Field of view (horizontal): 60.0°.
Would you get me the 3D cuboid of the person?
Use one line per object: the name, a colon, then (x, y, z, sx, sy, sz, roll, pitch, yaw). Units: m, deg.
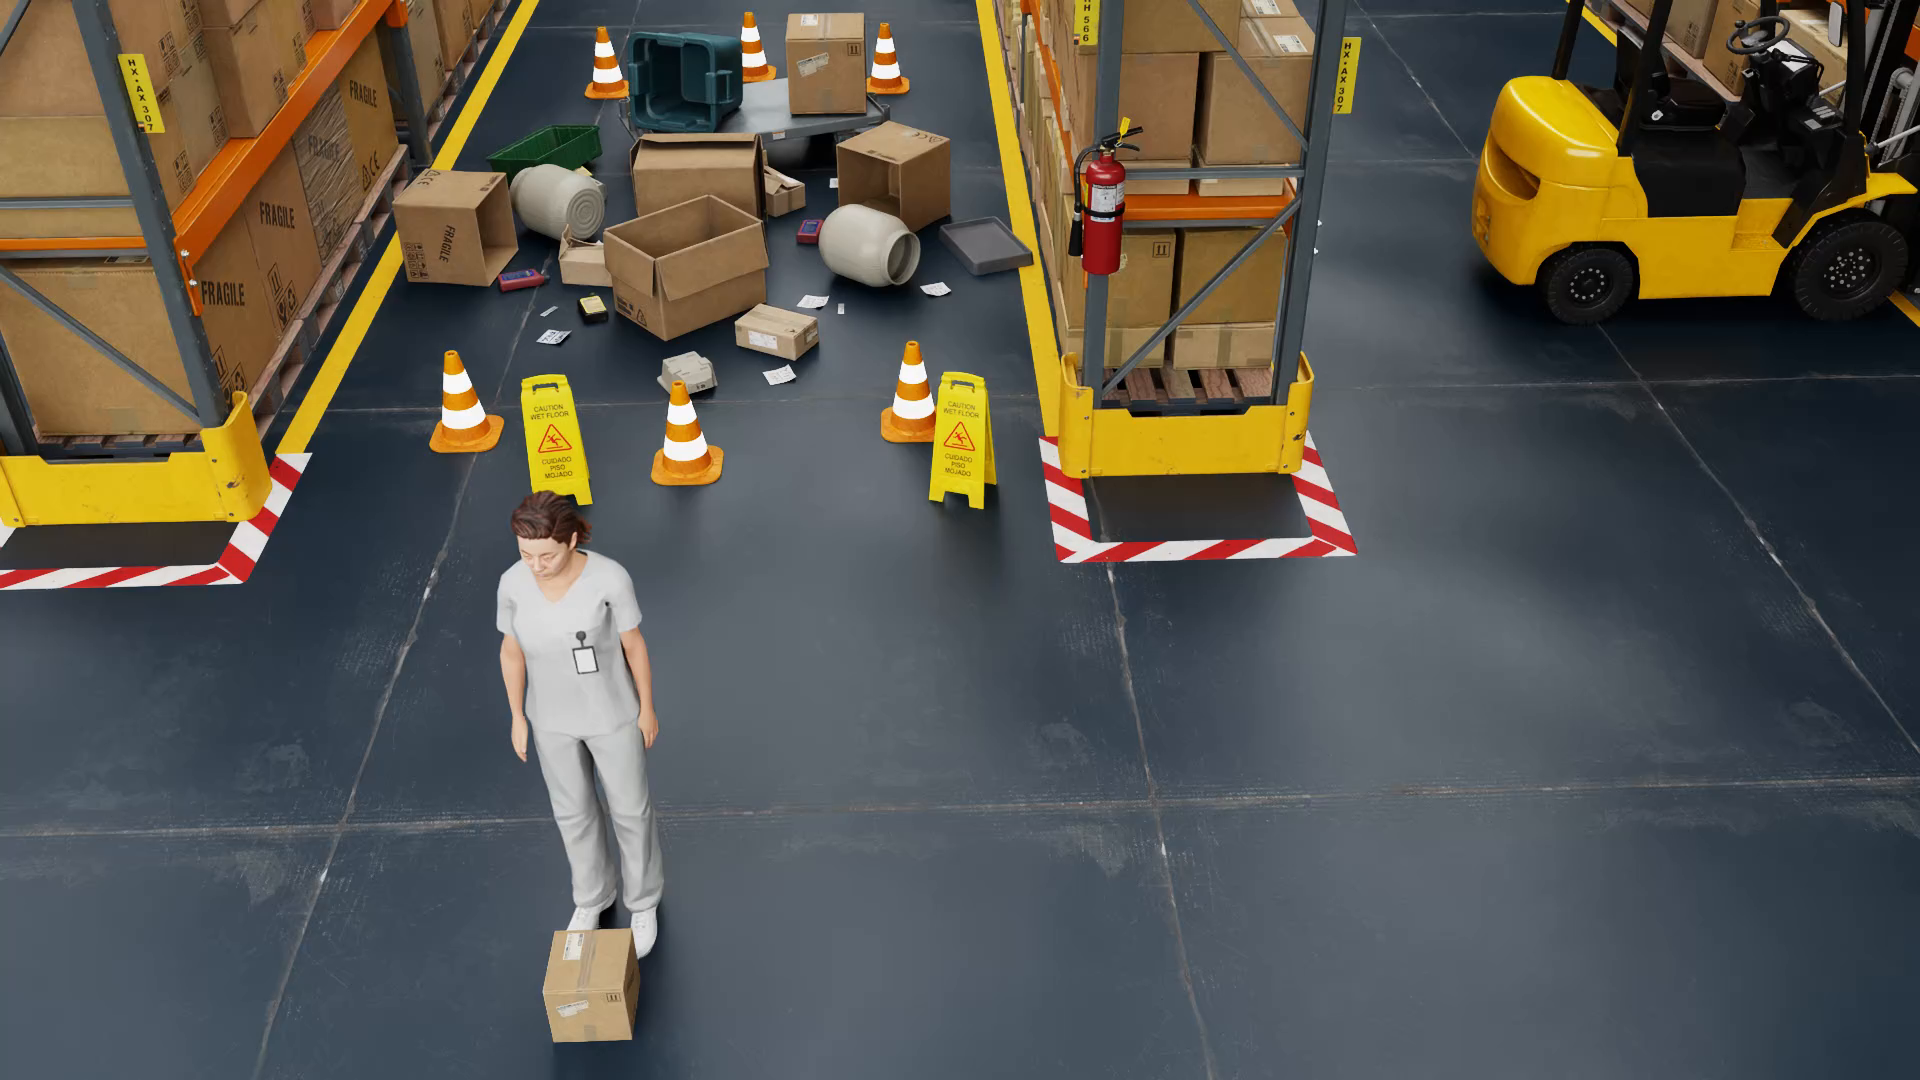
person: (-1.210, 0.591, 5.303, 0.473, 1.711, 0.475, 2, 35, 3)
